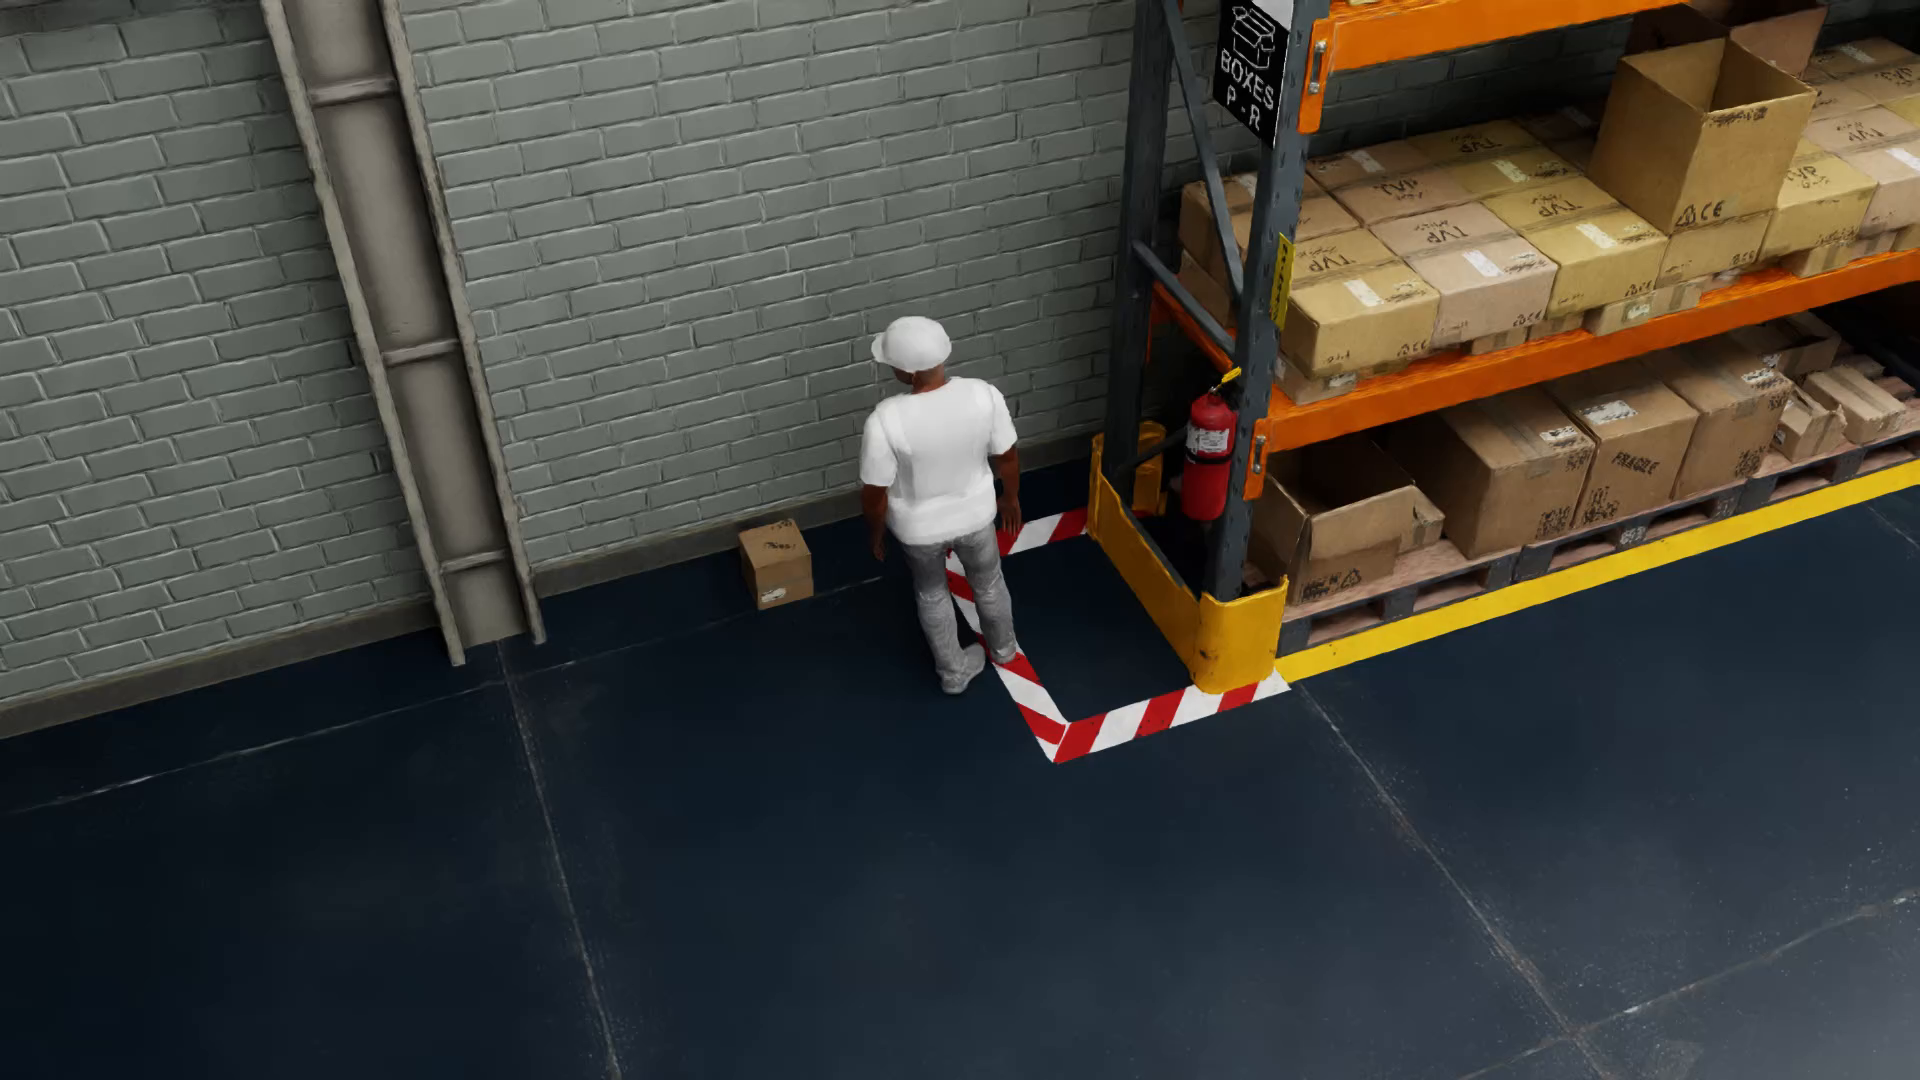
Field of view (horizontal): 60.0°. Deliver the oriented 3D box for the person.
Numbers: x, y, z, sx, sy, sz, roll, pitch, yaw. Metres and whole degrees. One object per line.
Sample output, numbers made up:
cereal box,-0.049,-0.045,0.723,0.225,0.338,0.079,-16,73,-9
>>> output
person,-0.065,-0.140,6.298,0.675,1.752,0.463,-10,43,-12
